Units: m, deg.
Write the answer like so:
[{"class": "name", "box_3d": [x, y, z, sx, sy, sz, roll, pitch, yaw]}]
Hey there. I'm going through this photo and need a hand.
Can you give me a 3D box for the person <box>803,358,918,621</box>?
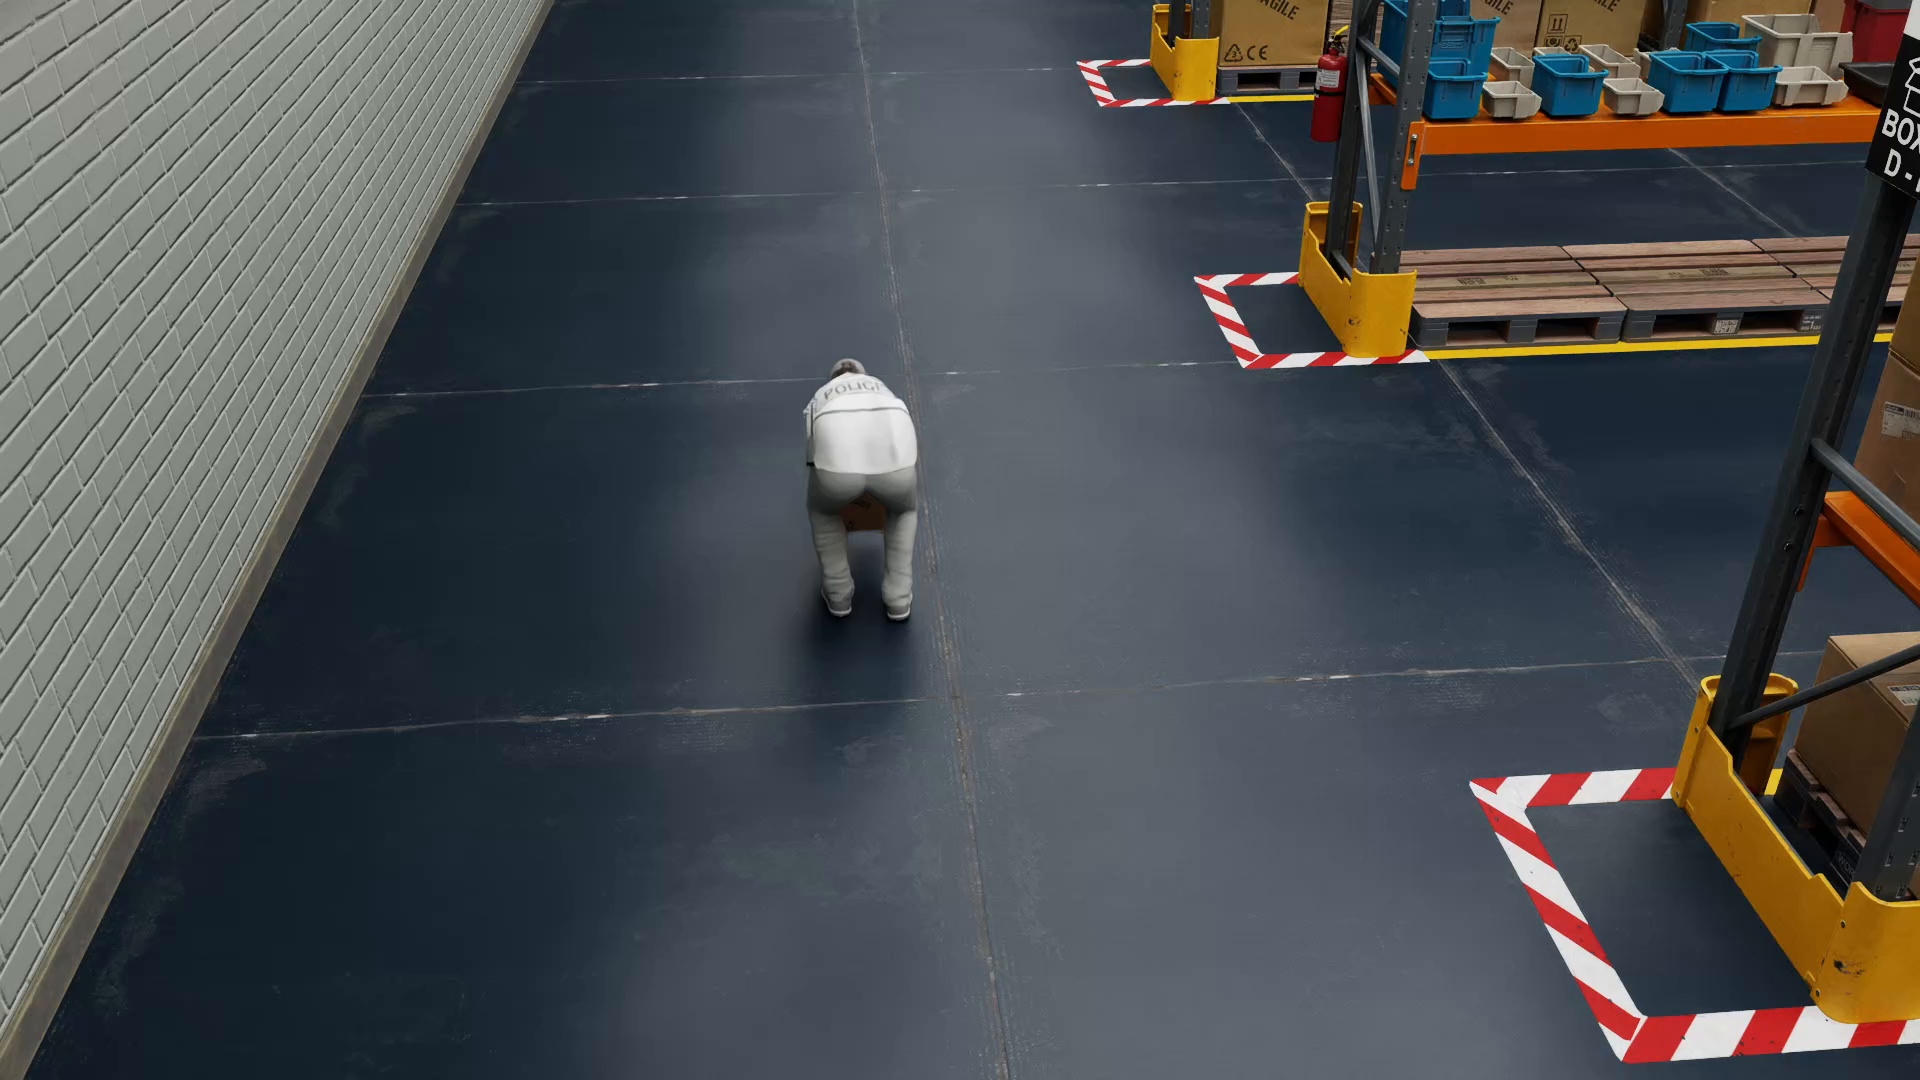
[{"class": "person", "box_3d": [-0.428, -0.240, 7.145, 0.480, 1.026, 0.951, -4, 32, -7]}]
